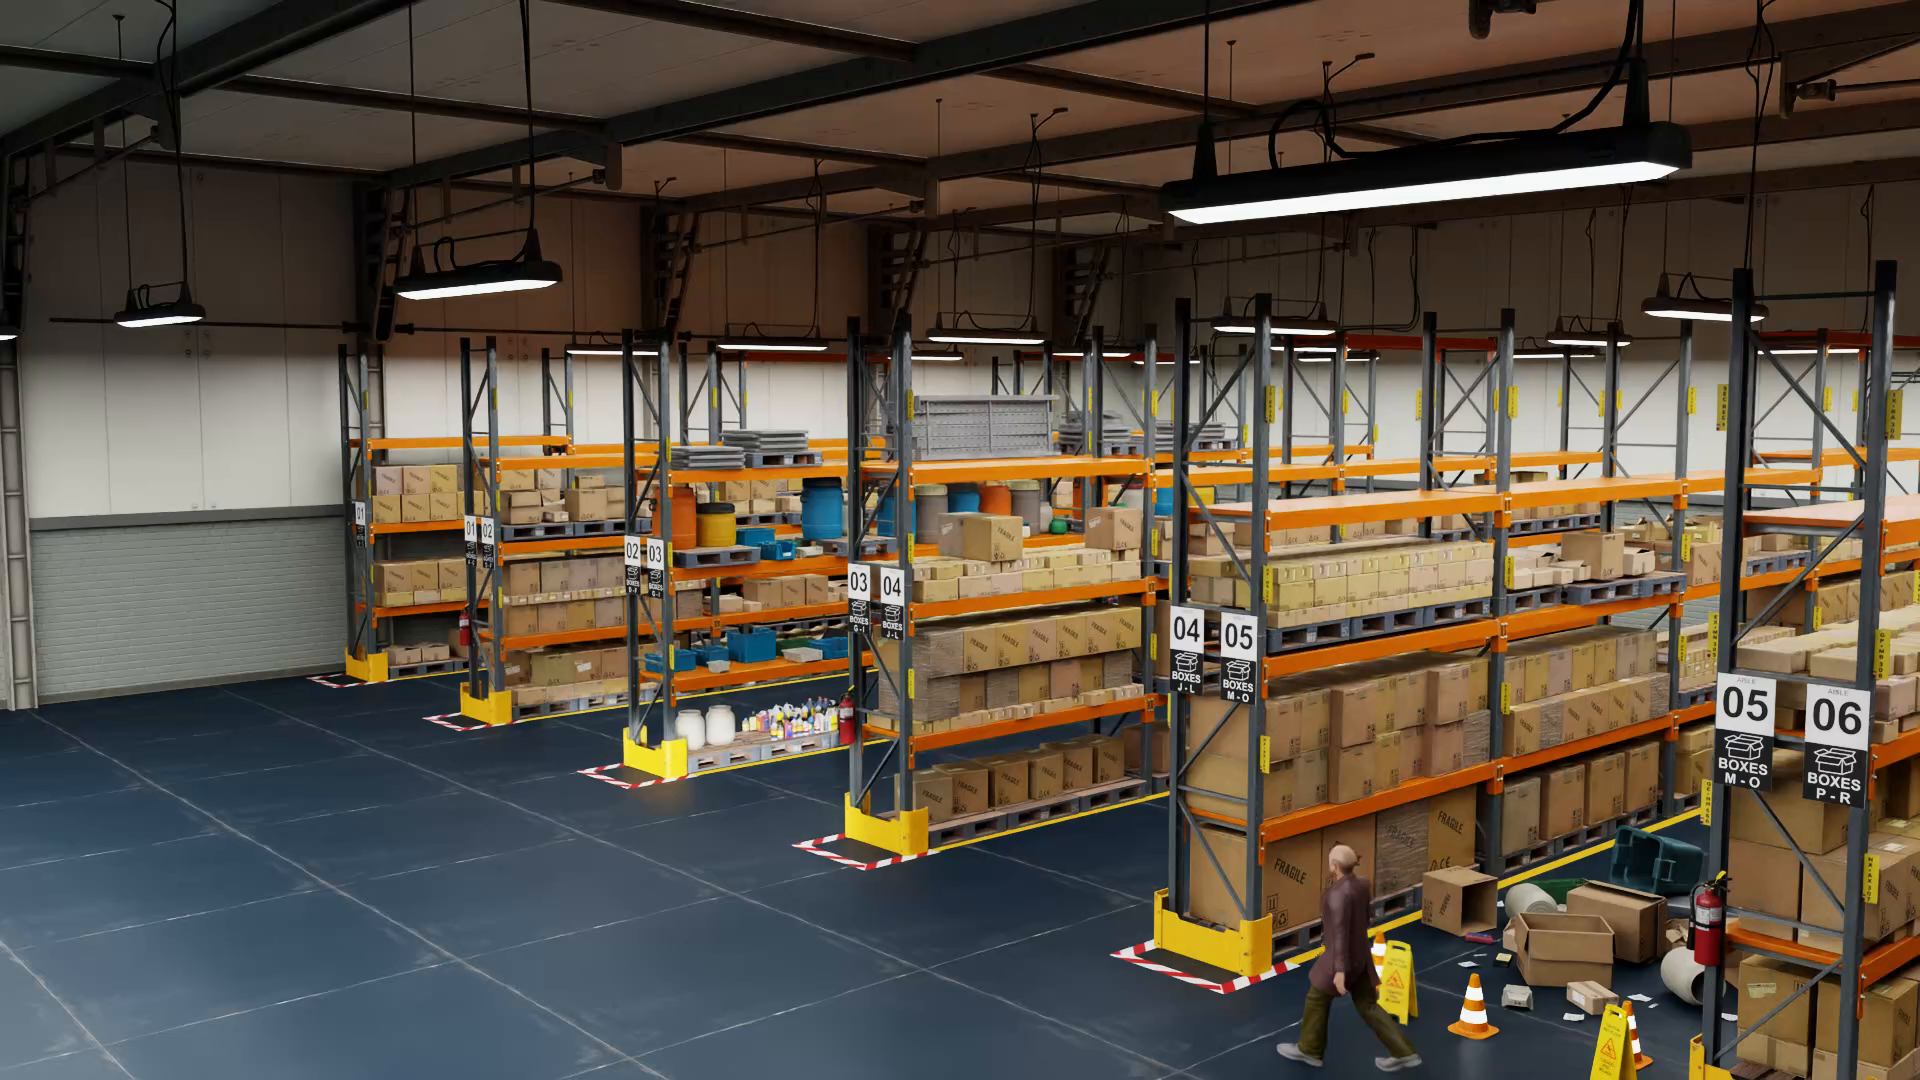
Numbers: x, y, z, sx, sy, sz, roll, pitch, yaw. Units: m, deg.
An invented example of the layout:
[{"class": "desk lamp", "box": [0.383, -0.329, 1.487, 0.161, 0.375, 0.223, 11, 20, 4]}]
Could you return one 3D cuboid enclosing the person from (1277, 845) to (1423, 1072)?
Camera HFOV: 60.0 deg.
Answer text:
[{"class": "person", "box": [2.960, 3.168, 12.568, 1.111, 1.736, 0.629, 4, 6, 37]}]
